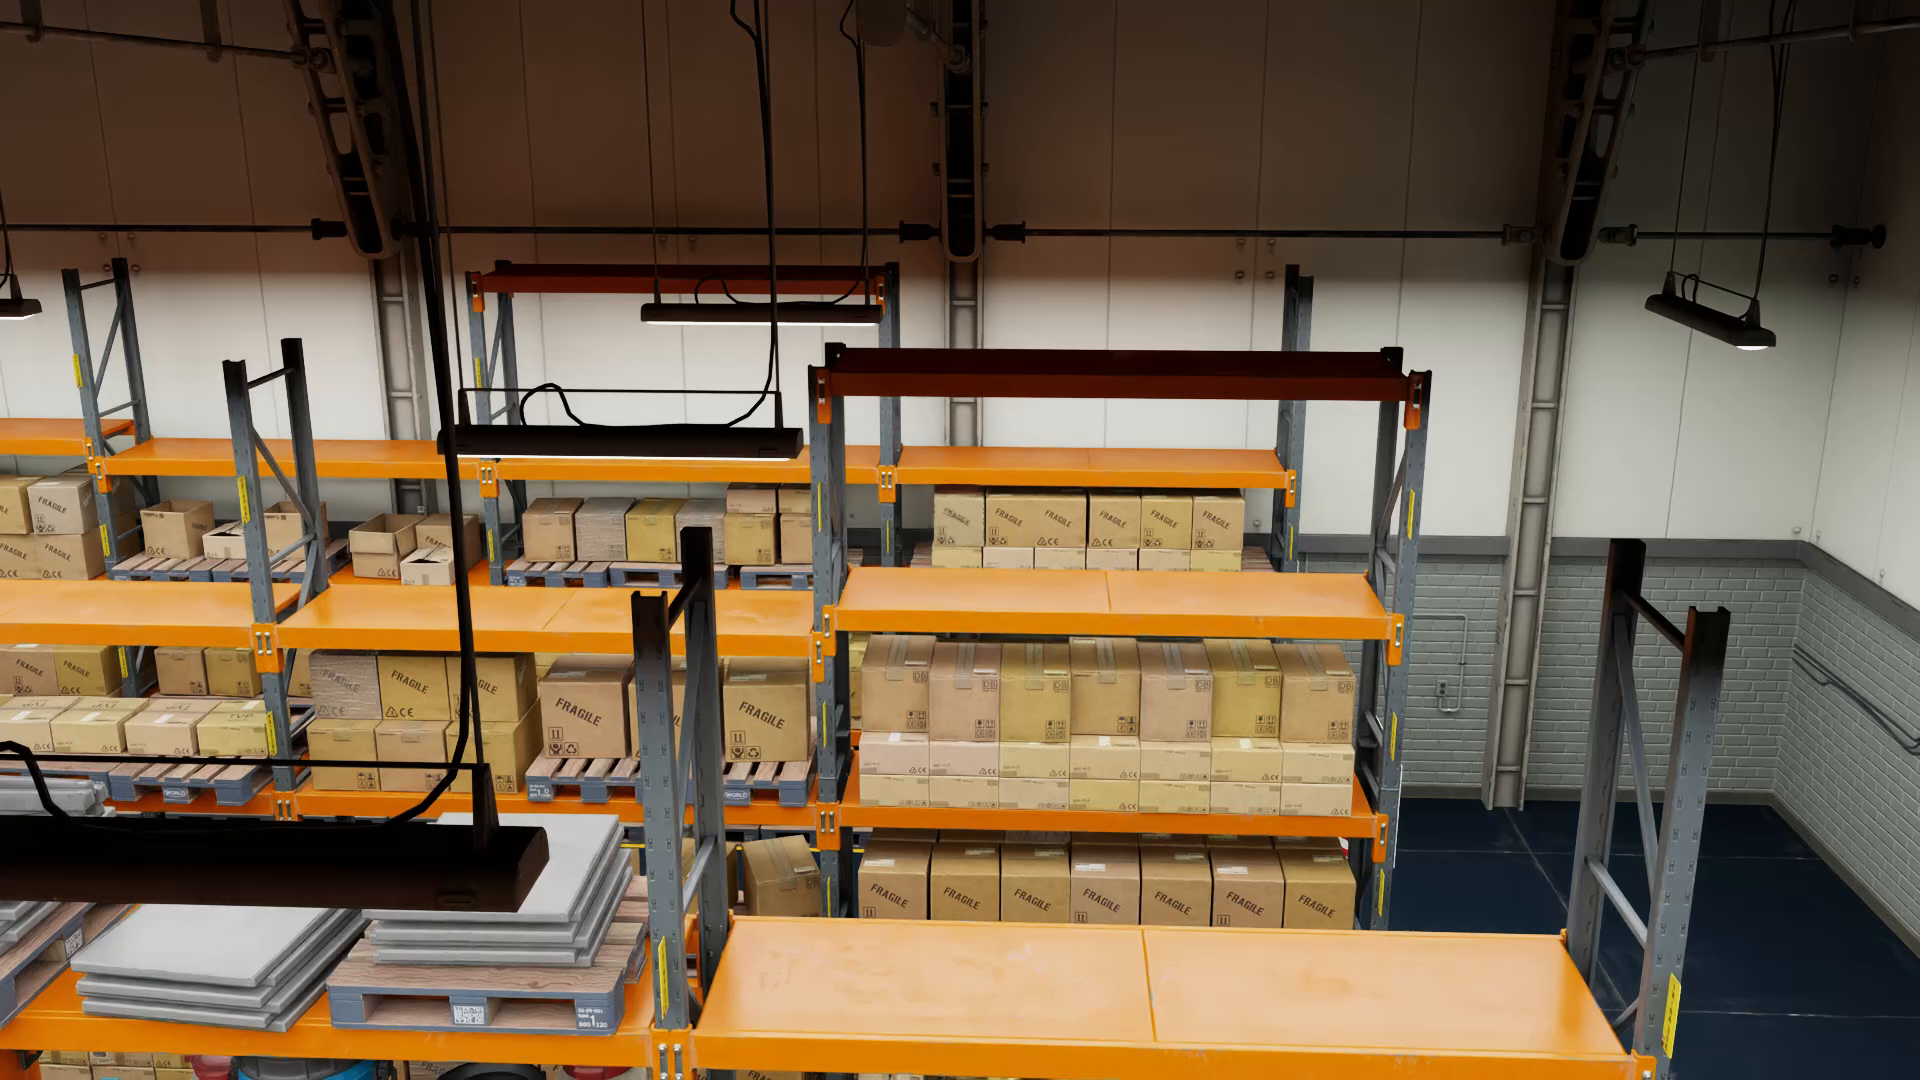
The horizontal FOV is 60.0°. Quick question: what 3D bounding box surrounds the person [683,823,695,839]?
[{"bbox_3d":[-2.455,2.986,15.312,0.457,1.660,0.487,5,17,16],"label":"person"}]
